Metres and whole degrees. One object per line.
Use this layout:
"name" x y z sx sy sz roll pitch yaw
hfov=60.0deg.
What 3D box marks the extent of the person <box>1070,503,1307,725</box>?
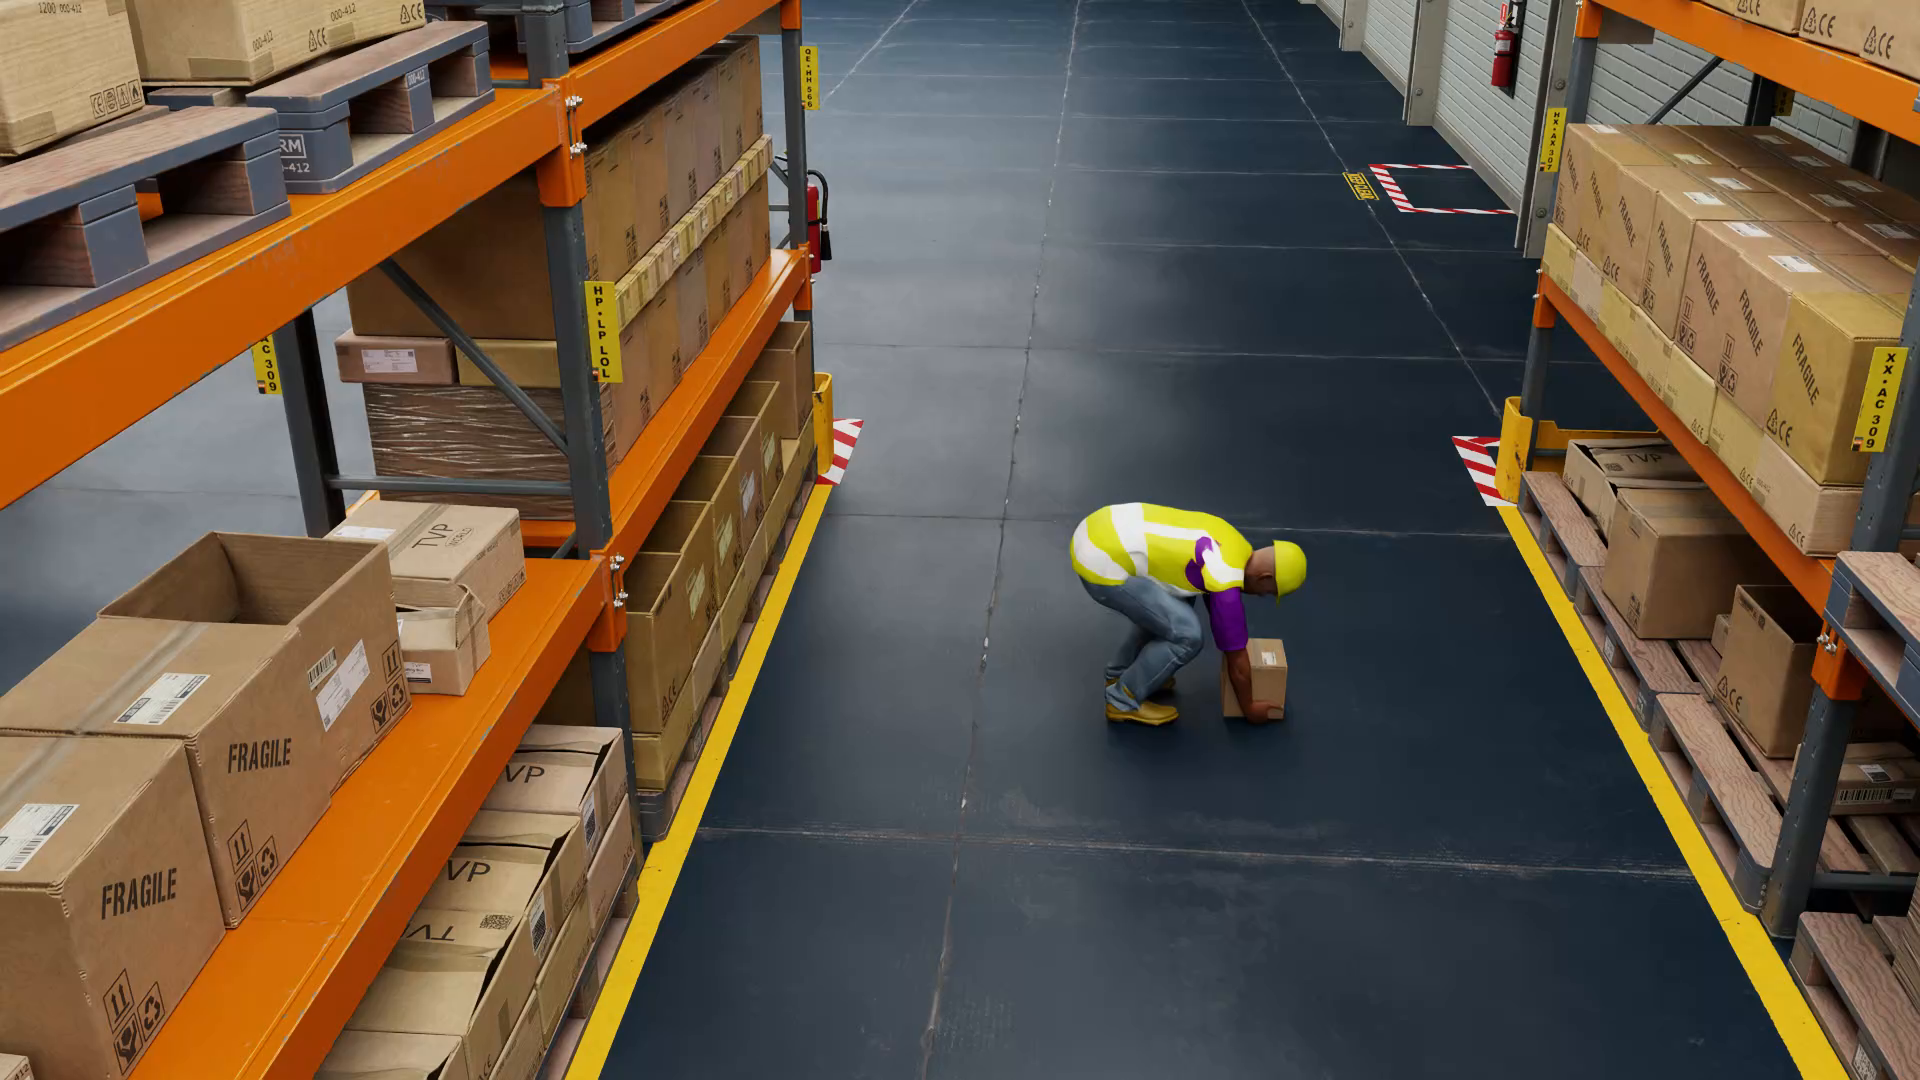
"person" 0.945 0.290 6.974 0.976 0.915 0.509 1 24 2
